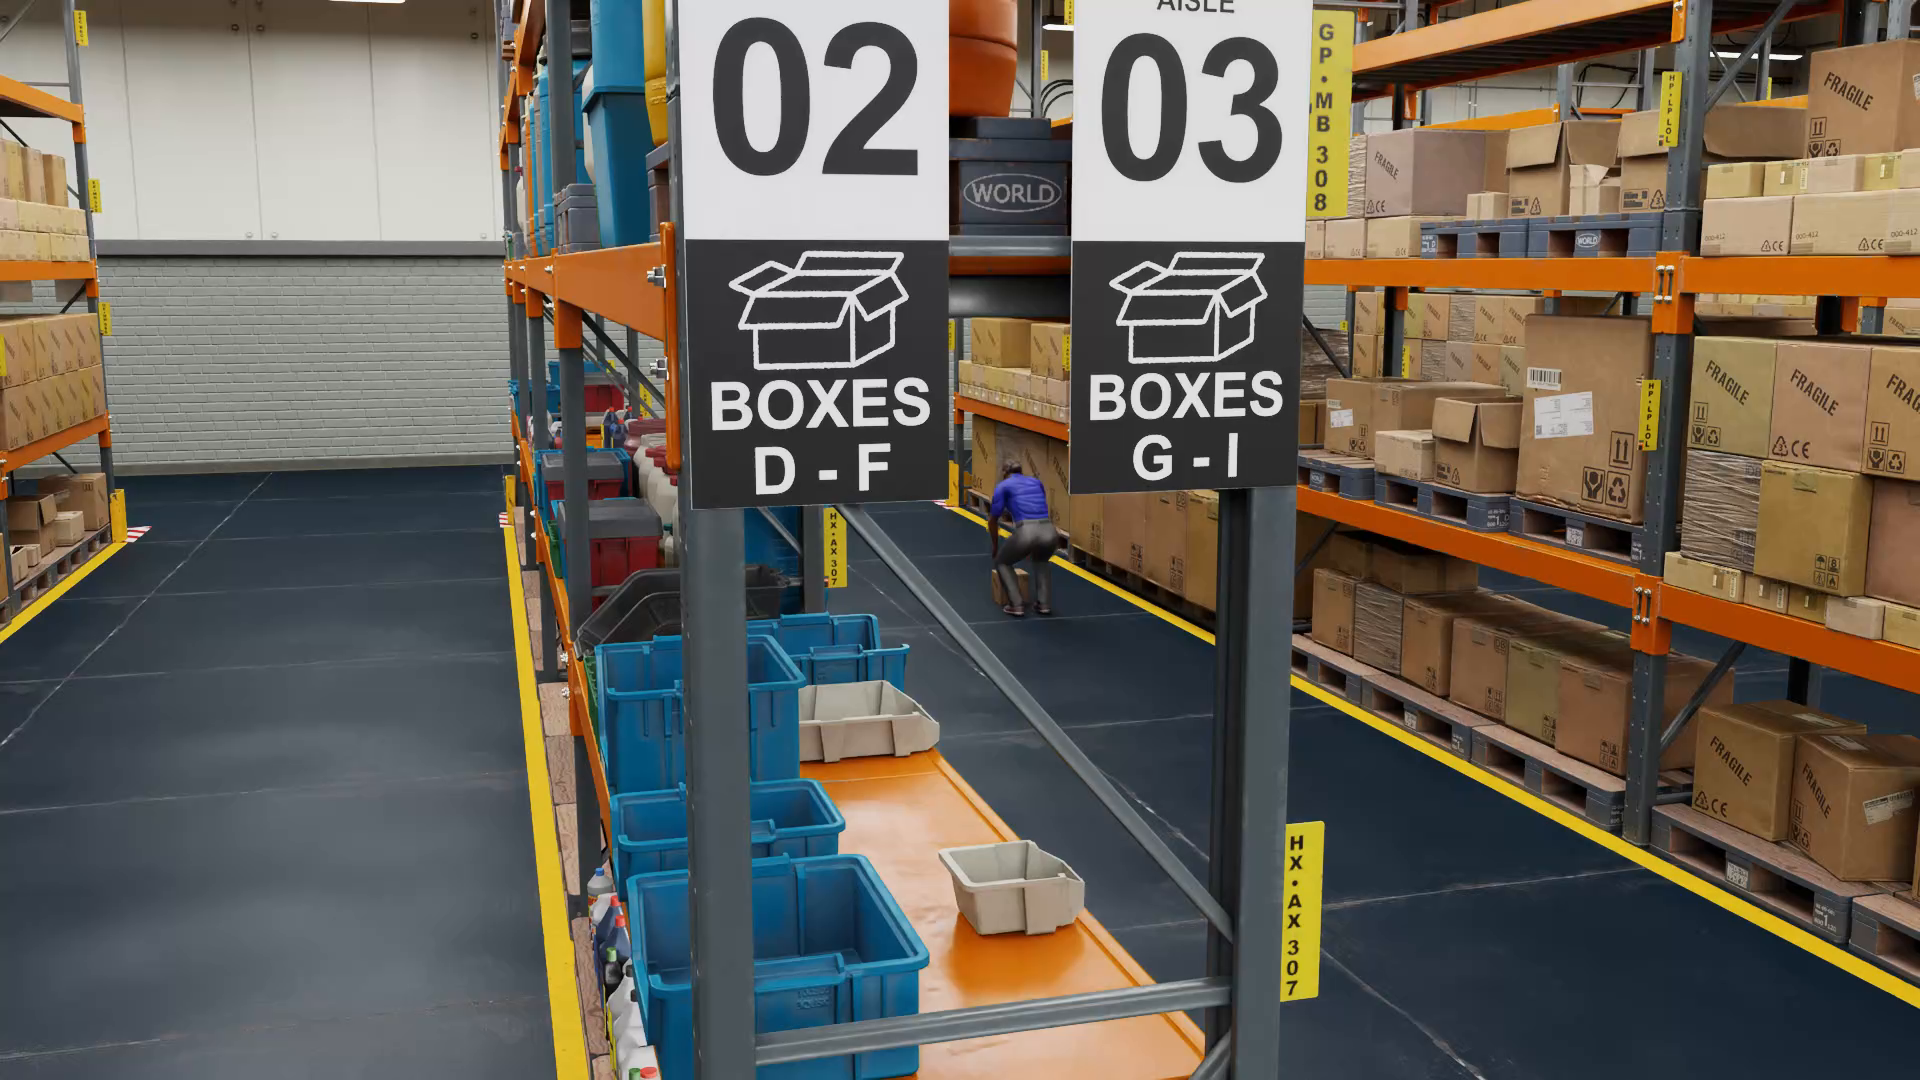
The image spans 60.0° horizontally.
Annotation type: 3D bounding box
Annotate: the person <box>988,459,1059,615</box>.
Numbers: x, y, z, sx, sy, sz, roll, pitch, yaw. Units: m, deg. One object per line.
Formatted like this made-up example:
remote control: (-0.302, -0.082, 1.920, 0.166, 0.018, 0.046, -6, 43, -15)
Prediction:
person: (0.500, -0.016, 13.364, 0.496, 1.219, 0.709, -3, 10, -16)
